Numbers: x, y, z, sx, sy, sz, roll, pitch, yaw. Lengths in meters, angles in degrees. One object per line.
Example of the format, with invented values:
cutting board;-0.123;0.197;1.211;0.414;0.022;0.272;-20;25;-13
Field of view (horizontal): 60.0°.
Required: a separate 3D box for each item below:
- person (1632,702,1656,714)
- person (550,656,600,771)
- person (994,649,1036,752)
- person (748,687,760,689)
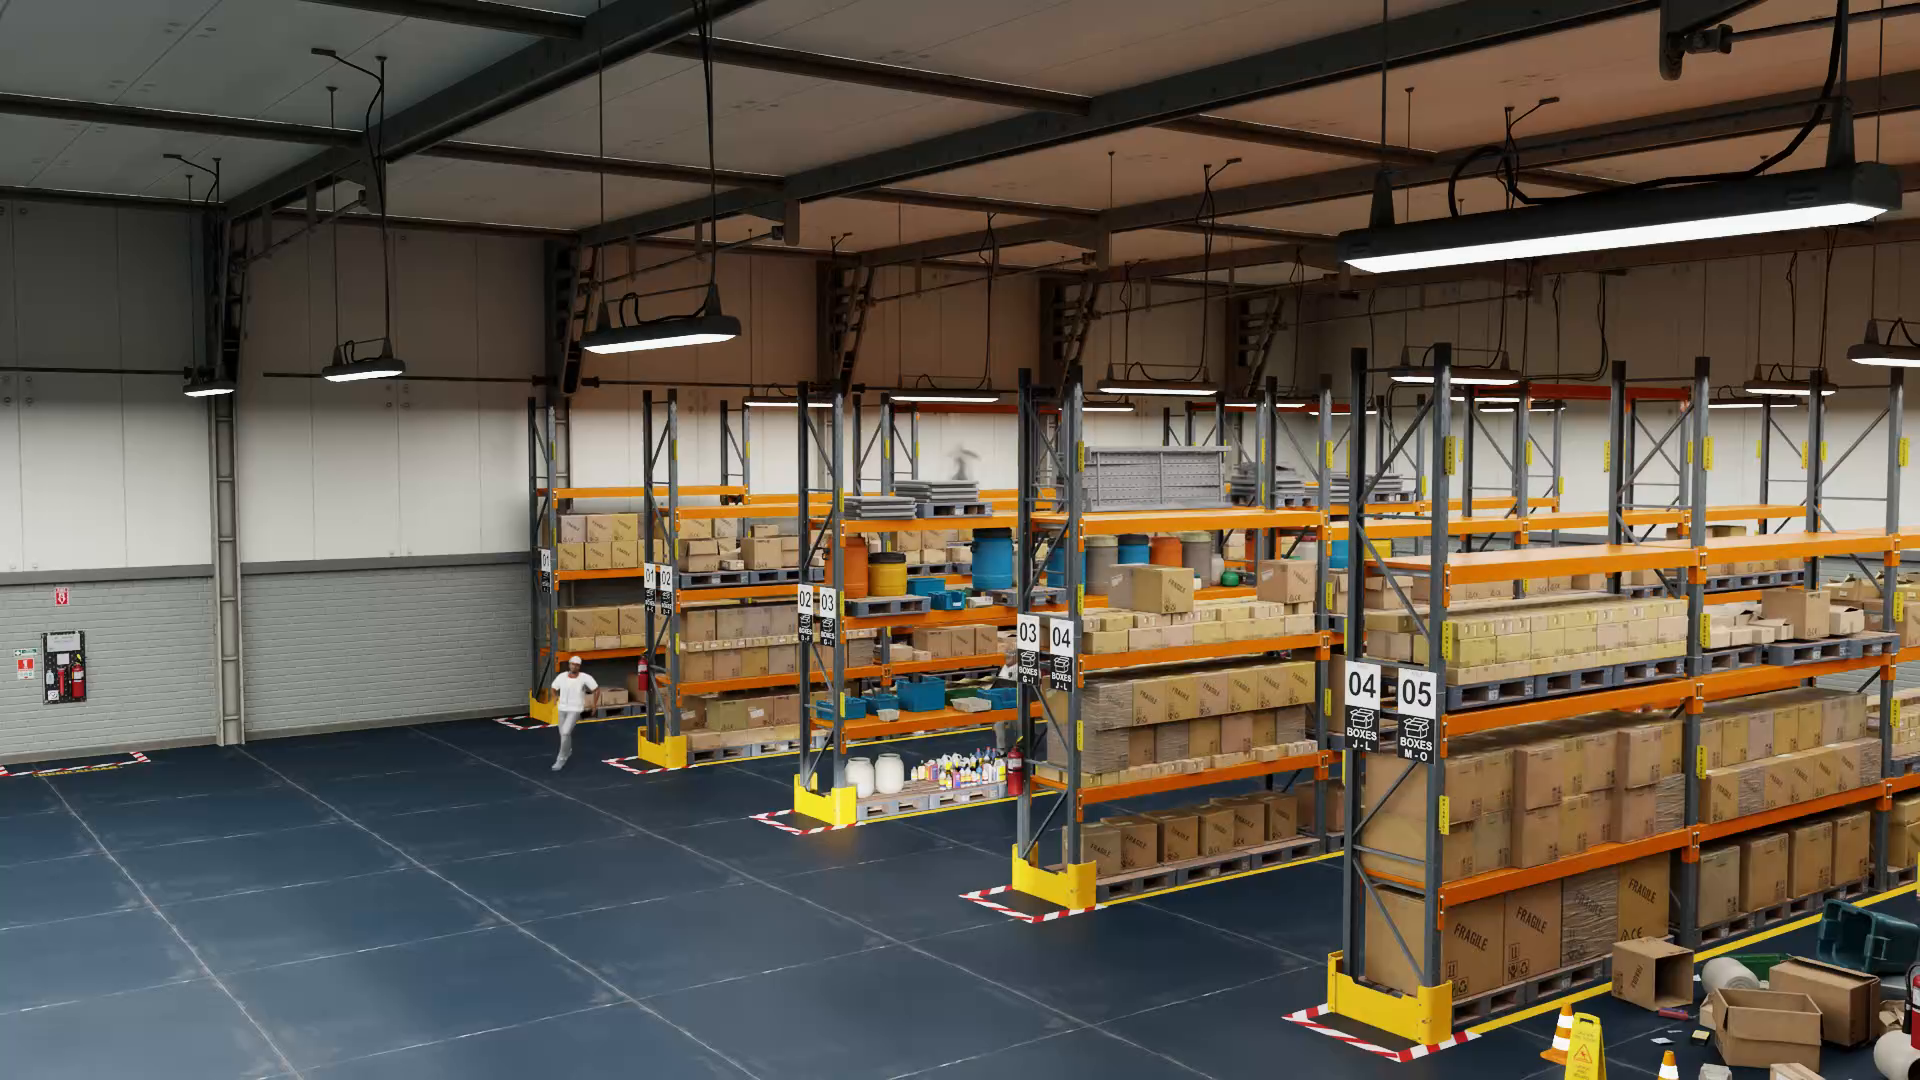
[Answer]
person;9.332;2.910;22.621;1.002;1.765;0.661;-3;4;-41
person;-6.199;2.716;26.411;0.753;1.756;0.865;1;3;13
person;0.856;2.675;27.432;0.903;1.785;0.663;-3;4;-41
person;-3.731;2.601;29.902;0.605;1.594;0.579;3;5;44
